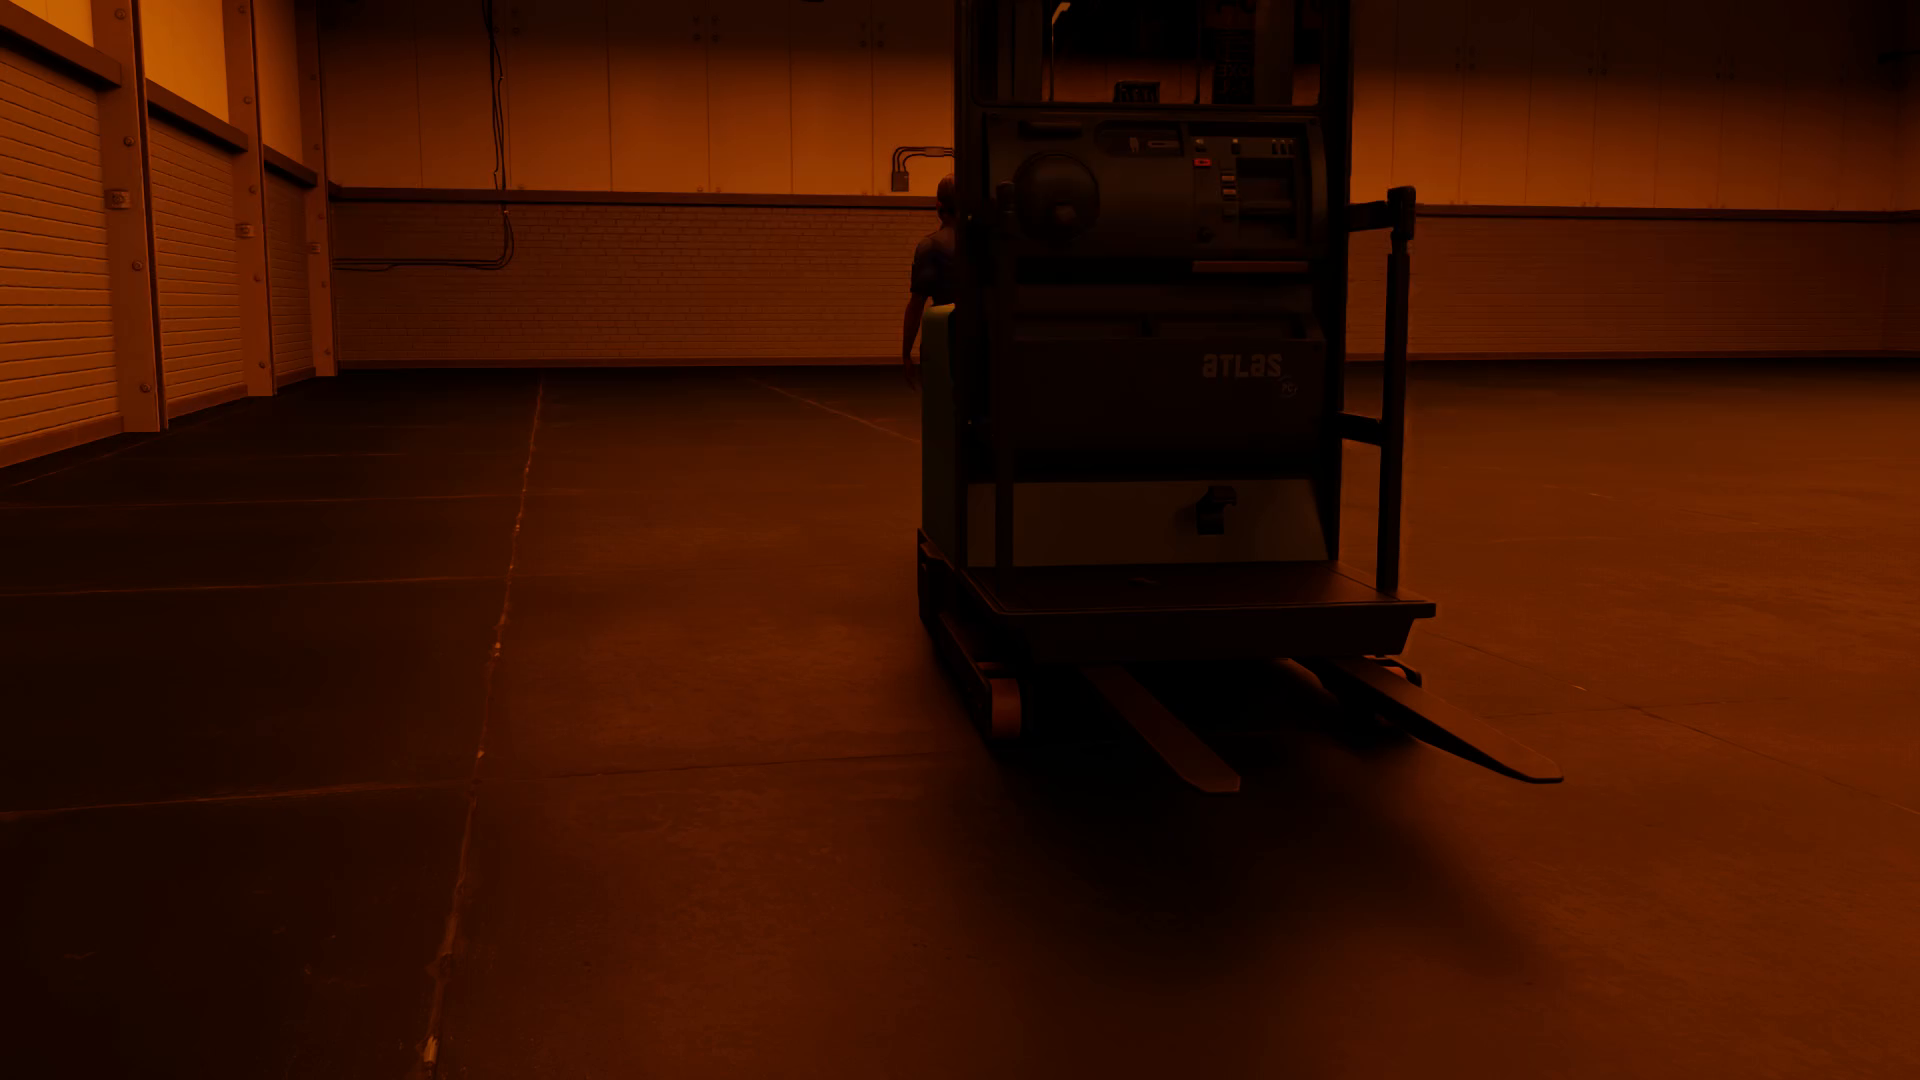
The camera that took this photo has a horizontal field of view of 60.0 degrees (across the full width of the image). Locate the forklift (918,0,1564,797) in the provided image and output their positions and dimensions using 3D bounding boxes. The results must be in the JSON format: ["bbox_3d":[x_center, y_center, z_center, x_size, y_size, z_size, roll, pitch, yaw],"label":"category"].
[{"bbox_3d":[0.562,-1.000,4.279,1.130,2.935,3.031,-1,8,-8],"label":"forklift"}]

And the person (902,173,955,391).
[{"bbox_3d":[-0.001,-0.839,7.681,0.569,1.656,0.503,-2,8,-13],"label":"person"}]
